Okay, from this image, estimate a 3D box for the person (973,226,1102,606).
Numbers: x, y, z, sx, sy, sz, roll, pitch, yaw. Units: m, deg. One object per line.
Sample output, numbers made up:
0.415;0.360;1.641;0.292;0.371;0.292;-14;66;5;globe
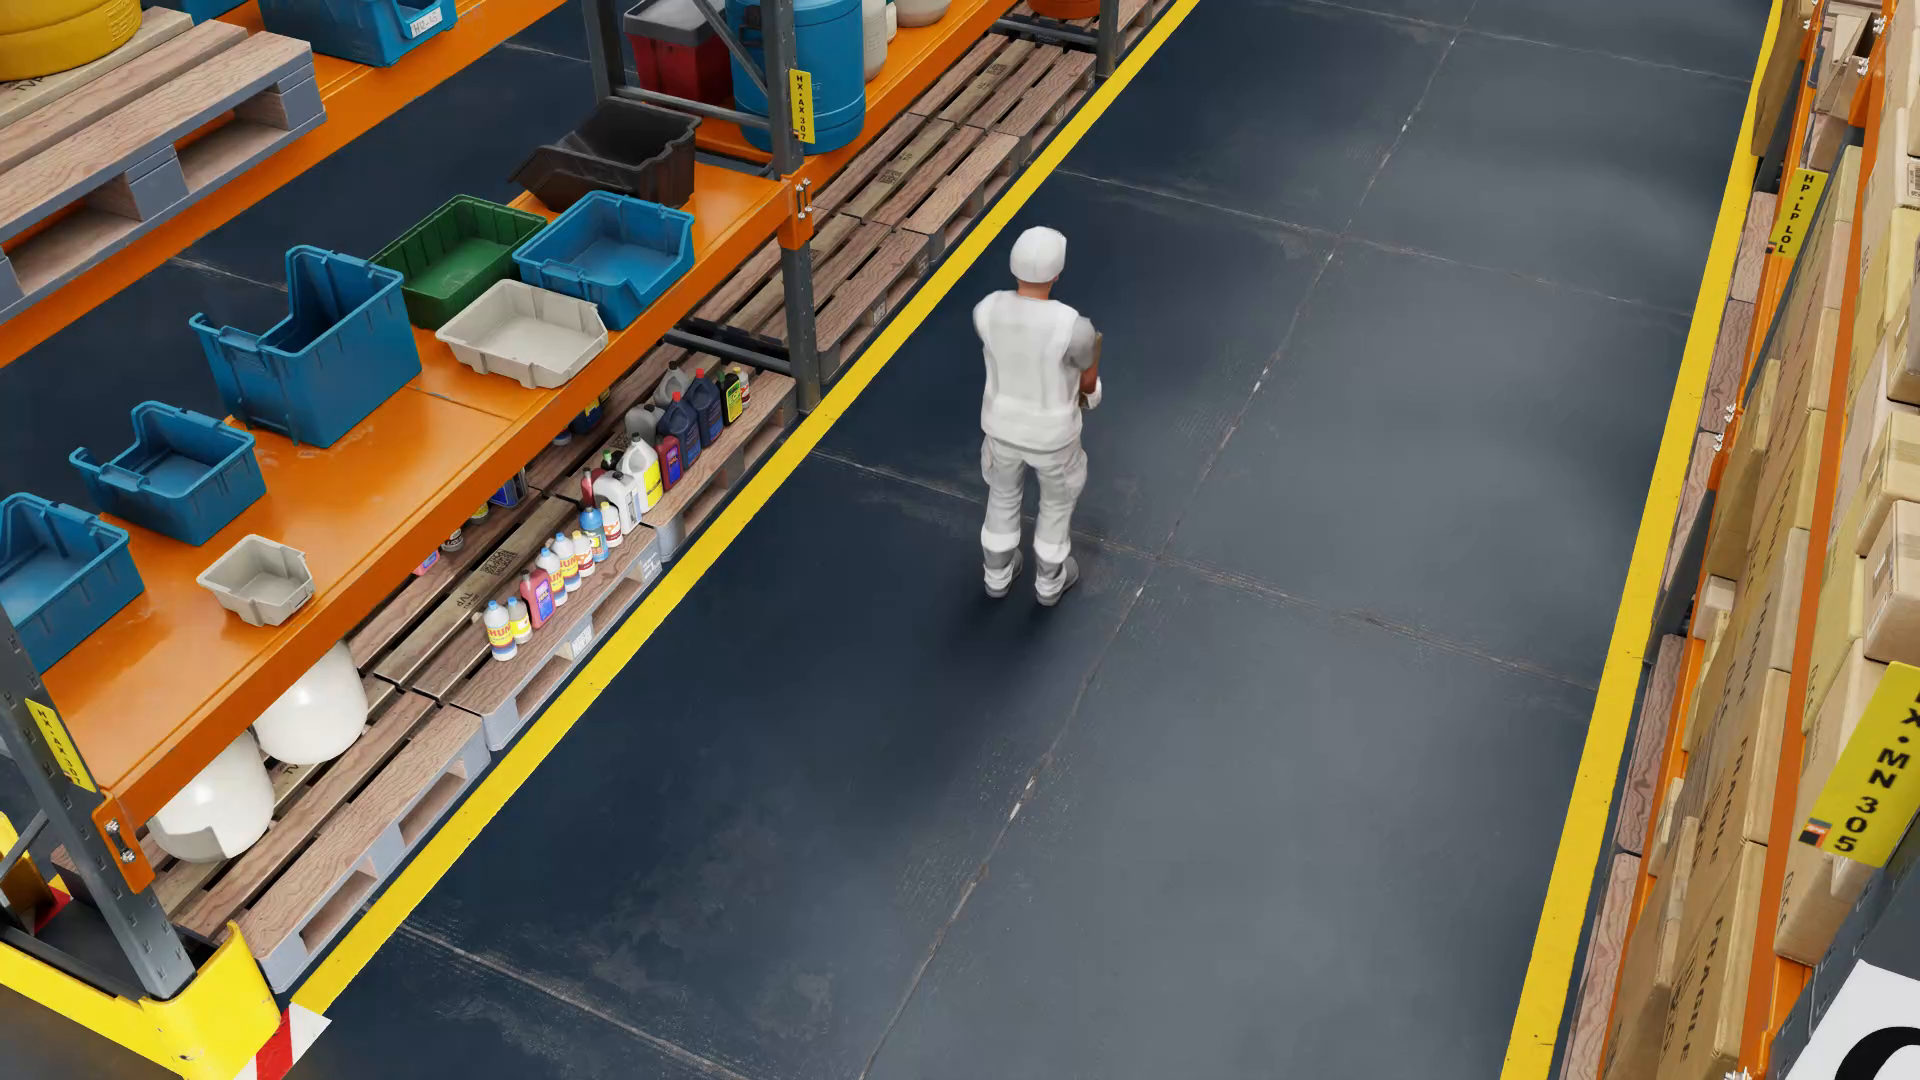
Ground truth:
0.332;-0.512;6.719;0.474;1.785;0.566;17;44;18;person
